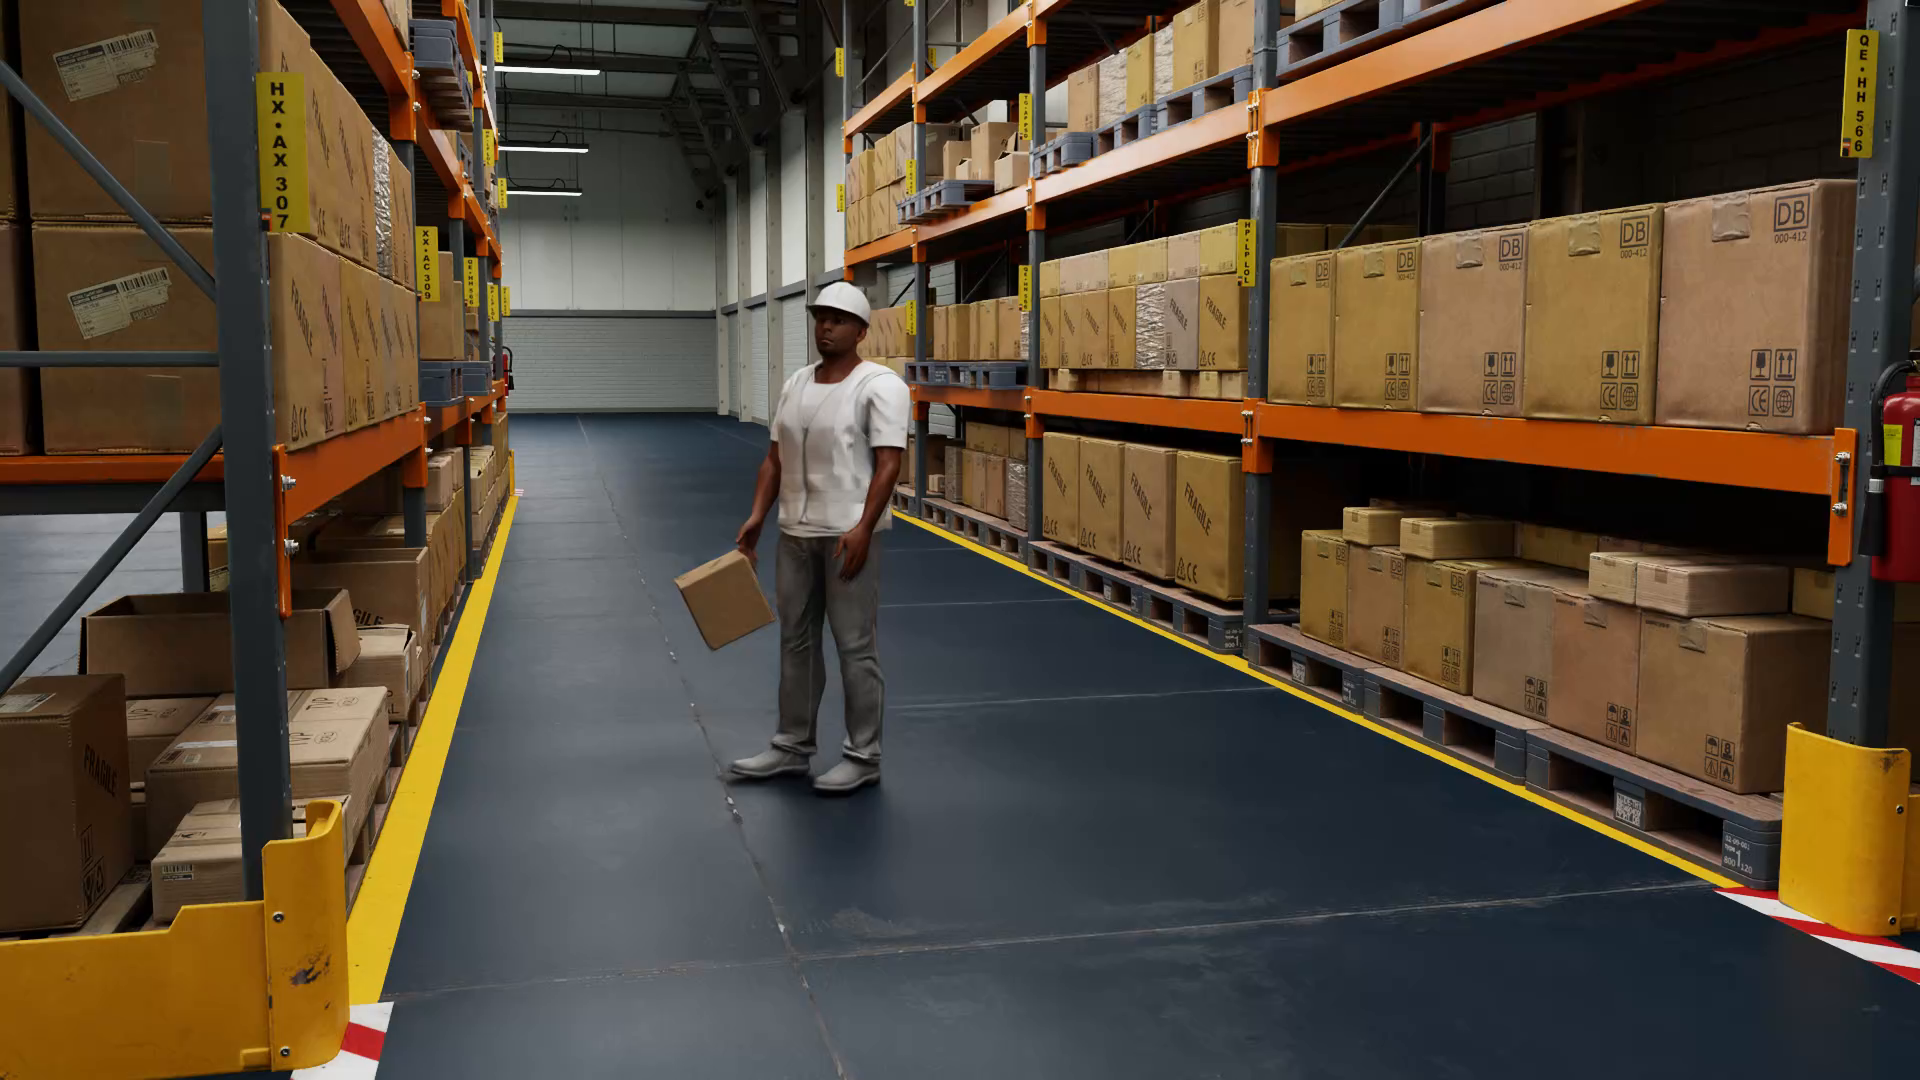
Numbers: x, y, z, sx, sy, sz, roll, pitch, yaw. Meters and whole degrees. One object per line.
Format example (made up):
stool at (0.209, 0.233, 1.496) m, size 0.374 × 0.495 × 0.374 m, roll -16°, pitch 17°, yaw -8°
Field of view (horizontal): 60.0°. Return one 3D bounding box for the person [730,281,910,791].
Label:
person at (-0.490, -0.018, 5.877) m, size 0.610 × 1.770 × 0.459 m, roll 4°, pitch 8°, yaw 36°
